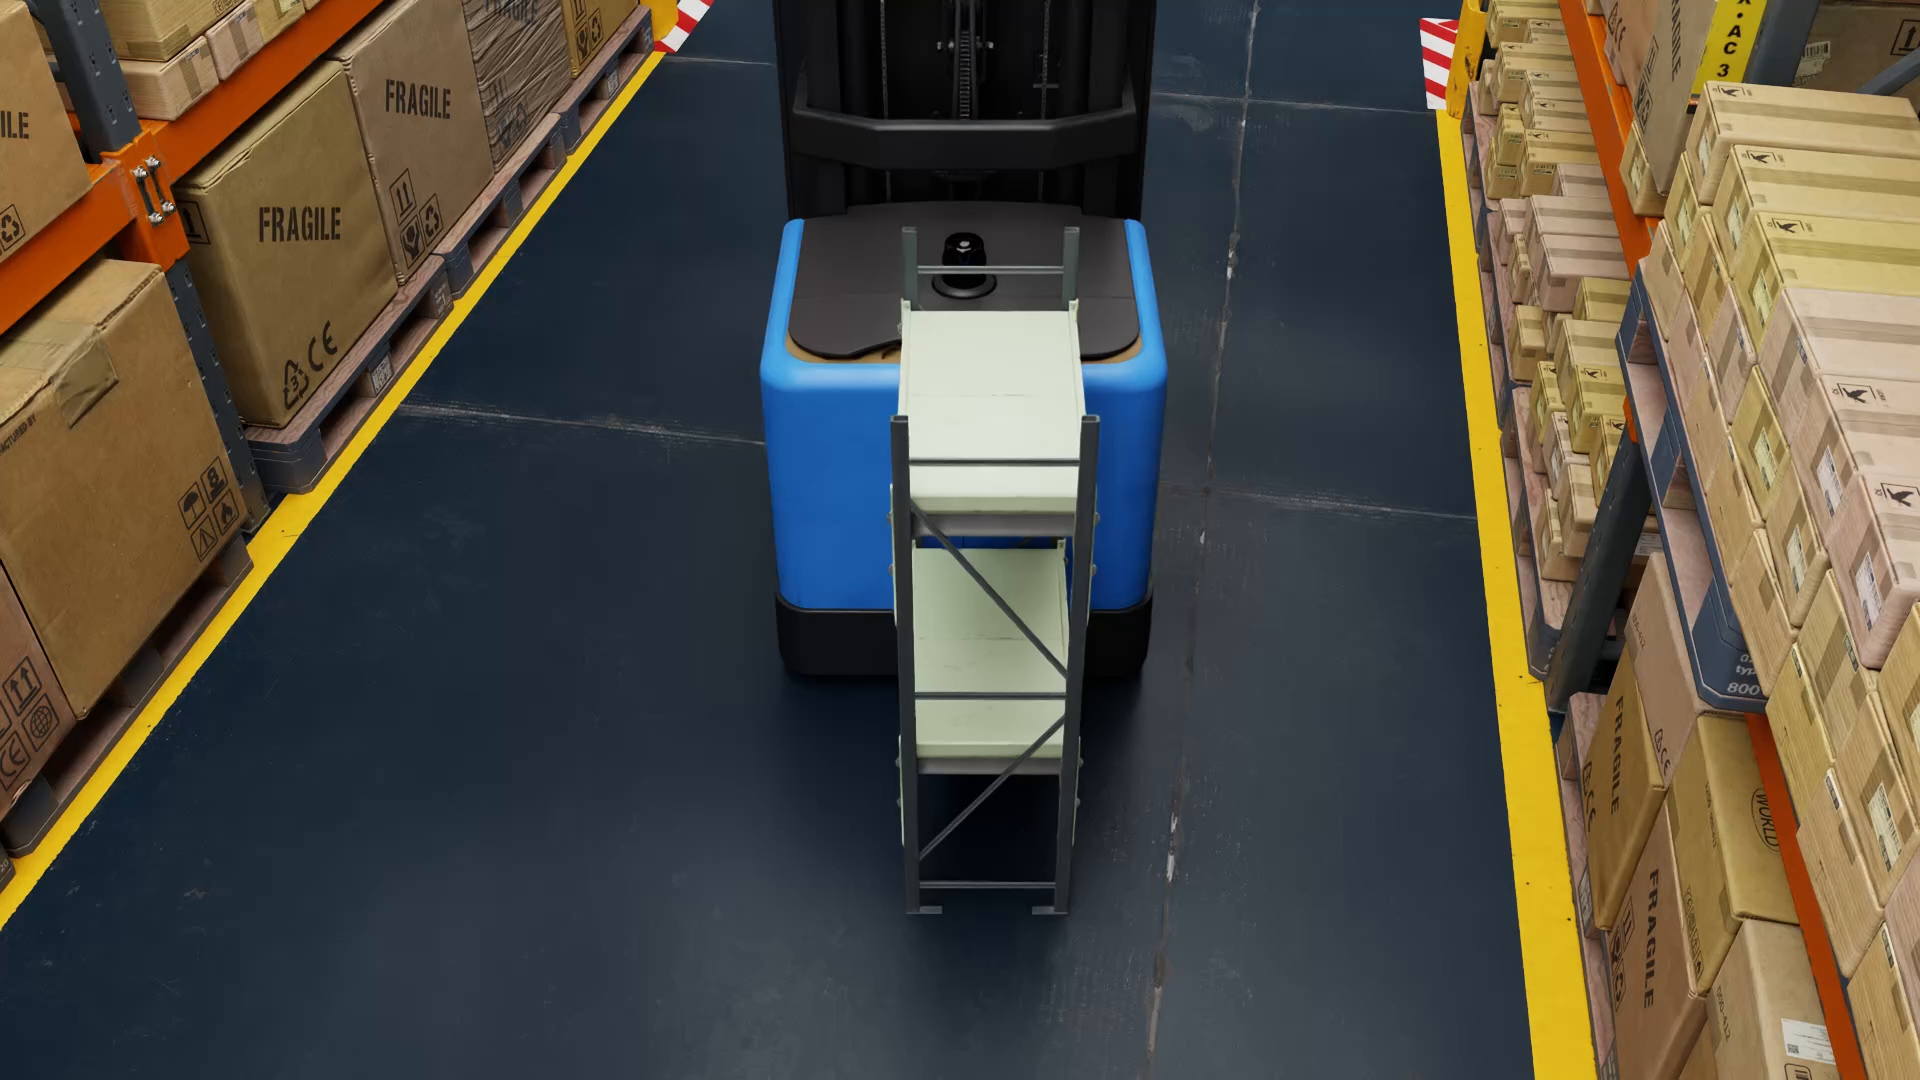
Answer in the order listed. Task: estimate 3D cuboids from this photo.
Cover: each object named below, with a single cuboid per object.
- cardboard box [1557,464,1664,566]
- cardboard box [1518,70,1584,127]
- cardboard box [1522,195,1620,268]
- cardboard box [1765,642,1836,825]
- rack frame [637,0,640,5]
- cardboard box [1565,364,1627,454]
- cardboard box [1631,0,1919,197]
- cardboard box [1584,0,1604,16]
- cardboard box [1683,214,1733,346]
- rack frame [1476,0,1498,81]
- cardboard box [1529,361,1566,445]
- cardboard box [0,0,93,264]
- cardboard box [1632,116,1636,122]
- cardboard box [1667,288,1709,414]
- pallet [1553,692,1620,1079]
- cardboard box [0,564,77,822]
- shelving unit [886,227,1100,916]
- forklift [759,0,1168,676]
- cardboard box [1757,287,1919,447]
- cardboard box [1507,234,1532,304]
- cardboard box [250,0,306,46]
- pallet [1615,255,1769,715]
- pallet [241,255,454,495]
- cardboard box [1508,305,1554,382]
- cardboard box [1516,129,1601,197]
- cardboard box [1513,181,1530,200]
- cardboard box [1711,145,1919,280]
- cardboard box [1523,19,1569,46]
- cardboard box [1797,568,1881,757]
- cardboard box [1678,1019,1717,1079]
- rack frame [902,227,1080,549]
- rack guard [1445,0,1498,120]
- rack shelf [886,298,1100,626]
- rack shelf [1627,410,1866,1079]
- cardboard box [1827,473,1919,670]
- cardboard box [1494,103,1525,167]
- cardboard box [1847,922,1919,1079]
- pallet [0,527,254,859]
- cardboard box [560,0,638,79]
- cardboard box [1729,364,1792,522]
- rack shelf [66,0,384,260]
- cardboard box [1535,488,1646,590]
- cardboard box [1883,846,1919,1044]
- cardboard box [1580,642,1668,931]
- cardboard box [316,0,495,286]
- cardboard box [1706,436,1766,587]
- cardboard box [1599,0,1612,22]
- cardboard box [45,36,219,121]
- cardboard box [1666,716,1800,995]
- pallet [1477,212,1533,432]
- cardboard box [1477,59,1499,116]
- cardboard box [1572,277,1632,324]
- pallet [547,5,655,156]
[{"bbox_3d":[1.890,-0.062,4.645,0.380,0.149,0.250,7,40,9],"label":"cardboard box"},{"bbox_3d":[2.355,-1.668,6.354,0.380,0.149,0.250,5,40,5],"label":"cardboard box"},{"bbox_3d":[2.107,-1.022,5.573,0.380,0.149,0.250,5,40,6],"label":"cardboard box"},{"bbox_3d":[1.406,0.300,2.400,0.380,0.149,0.250,6,40,7],"label":"cardboard box"},{"bbox_3d":[-2.027,-3.772,7.458,1.000,3.000,0.127,6,40,8],"label":"rack frame"},{"bbox_3d":[1.959,-0.360,4.773,0.380,0.149,0.250,7,40,8],"label":"cardboard box"},{"bbox_3d":[1.954,-1.139,3.962,0.500,0.500,0.500,6,40,8],"label":"cardboard box"},{"bbox_3d":[2.167,-1.749,5.208,0.380,0.149,0.250,7,40,9],"label":"cardboard box"},{"bbox_3d":[1.584,-0.472,3.100,0.380,0.149,0.250,6,40,7],"label":"cardboard box"},{"bbox_3d":[2.840,-3.162,6.720,1.000,3.000,0.127,6,40,8],"label":"rack frame"},{"bbox_3d":[1.953,-0.403,5.058,0.380,0.149,0.250,5,40,6],"label":"cardboard box"},{"bbox_3d":[-2.531,-0.977,3.999,0.500,0.500,0.500,7,40,8],"label":"cardboard box"},{"bbox_3d":[2.010,-1.094,4.417,0.380,0.149,0.250,8,40,9],"label":"cardboard box"},{"bbox_3d":[1.585,-0.345,3.181,0.380,0.149,0.250,7,40,8],"label":"cardboard box"},{"bbox_3d":[2.015,0.912,3.981,1.003,0.211,1.213,6,40,8],"label":"pallet"},{"bbox_3d":[-2.964,0.360,3.798,1.225,0.875,0.875,5,40,6],"label":"cardboard box"},{"bbox_3d":[0.068,0.112,3.937,0.431,1.500,0.755,0,40,0],"label":"shelving unit"},{"bbox_3d":[0.014,-1.658,4.955,1.130,2.935,3.031,0,40,0],"label":"forklift"},{"bbox_3d":[1.492,-0.256,2.607,0.380,0.149,0.250,6,40,7],"label":"cardboard box"},{"bbox_3d":[2.180,-0.959,5.964,0.380,0.149,0.250,6,40,8],"label":"cardboard box"},{"bbox_3d":[-2.250,-1.644,5.082,0.380,0.149,0.250,8,40,9],"label":"cardboard box"},{"bbox_3d":[1.873,-0.114,3.184,1.003,0.211,1.213,6,40,8],"label":"pallet"},{"bbox_3d":[-2.511,-0.655,5.877,1.003,0.211,1.213,6,40,8],"label":"pallet"},{"bbox_3d":[2.060,-0.648,5.587,0.380,0.149,0.250,6,40,8],"label":"cardboard box"},{"bbox_3d":[2.207,-1.335,5.951,0.380,0.149,0.250,7,40,8],"label":"cardboard box"},{"bbox_3d":[2.331,-1.282,6.355,0.380,0.149,0.250,6,40,8],"label":"cardboard box"},{"bbox_3d":[1.585,-0.573,2.990,0.380,0.149,0.250,7,40,9],"label":"cardboard box"},{"bbox_3d":[2.486,-1.976,6.727,0.380,0.149,0.250,7,40,8],"label":"cardboard box"},{"bbox_3d":[1.405,0.190,2.301,0.380,0.149,0.250,6,40,7],"label":"cardboard box"},{"bbox_3d":[1.592,1.247,3.020,0.500,0.500,0.500,7,40,8],"label":"cardboard box"},{"bbox_3d":[0.069,-0.121,4.219,0.400,1.500,0.023,0,40,0],"label":"rack frame"},{"bbox_3d":[2.827,-2.151,7.459,1.175,0.500,0.348,6,40,8],"label":"rack guard"},{"bbox_3d":[0.068,-0.188,3.688,0.431,0.370,0.720,0,40,0],"label":"rack shelf"},{"bbox_3d":[1.802,0.881,2.395,1.077,0.370,4.000,6,40,8],"label":"rack shelf"},{"bbox_3d":[1.404,0.062,2.221,0.380,0.149,0.250,8,40,9],"label":"cardboard box"},{"bbox_3d":[2.288,-1.561,6.458,0.380,0.149,0.250,8,40,9],"label":"cardboard box"},{"bbox_3d":[1.316,0.629,2.002,0.380,0.149,0.250,8,40,9],"label":"cardboard box"},{"bbox_3d":[-2.779,0.306,4.715,1.003,0.211,1.213,6,40,8],"label":"pallet"},{"bbox_3d":[-2.059,-2.704,7.505,0.875,0.875,0.875,6,40,8],"label":"cardboard box"},{"bbox_3d":[1.496,-0.146,2.707,0.380,0.149,0.250,5,40,6],"label":"cardboard box"},{"bbox_3d":[-2.373,-2.240,6.169,1.077,0.370,4.000,6,40,8],"label":"rack shelf"},{"bbox_3d":[1.881,0.002,4.801,0.380,0.149,0.250,7,40,8],"label":"cardboard box"},{"bbox_3d":[1.314,0.509,1.914,0.380,0.149,0.250,7,40,9],"label":"cardboard box"},{"bbox_3d":[1.759,0.585,3.821,0.500,0.500,0.500,8,40,9],"label":"cardboard box"},{"bbox_3d":[-2.371,-1.575,6.139,0.875,0.875,0.875,6,40,8],"label":"cardboard box"},{"bbox_3d":[1.493,-0.031,2.801,0.380,0.149,0.250,7,40,8],"label":"cardboard box"},{"bbox_3d":[2.132,-1.777,4.733,0.500,0.500,0.500,6,40,7],"label":"cardboard box"},{"bbox_3d":[-2.341,-1.314,4.682,0.380,0.149,0.250,6,40,8],"label":"cardboard box"},{"bbox_3d":[1.671,0.630,3.177,0.500,0.250,0.500,7,40,9],"label":"cardboard box"},{"bbox_3d":[2.438,-0.770,6.015,1.003,0.211,1.213,6,40,8],"label":"pallet"},{"bbox_3d":[2.435,-1.931,7.140,0.380,0.149,0.250,7,40,9],"label":"cardboard box"},{"bbox_3d":[2.116,-0.672,5.149,0.380,0.149,0.250,8,40,9],"label":"cardboard box"},{"bbox_3d":[-2.088,-2.187,7.729,1.003,0.211,1.213,6,40,8],"label":"pallet"}]
